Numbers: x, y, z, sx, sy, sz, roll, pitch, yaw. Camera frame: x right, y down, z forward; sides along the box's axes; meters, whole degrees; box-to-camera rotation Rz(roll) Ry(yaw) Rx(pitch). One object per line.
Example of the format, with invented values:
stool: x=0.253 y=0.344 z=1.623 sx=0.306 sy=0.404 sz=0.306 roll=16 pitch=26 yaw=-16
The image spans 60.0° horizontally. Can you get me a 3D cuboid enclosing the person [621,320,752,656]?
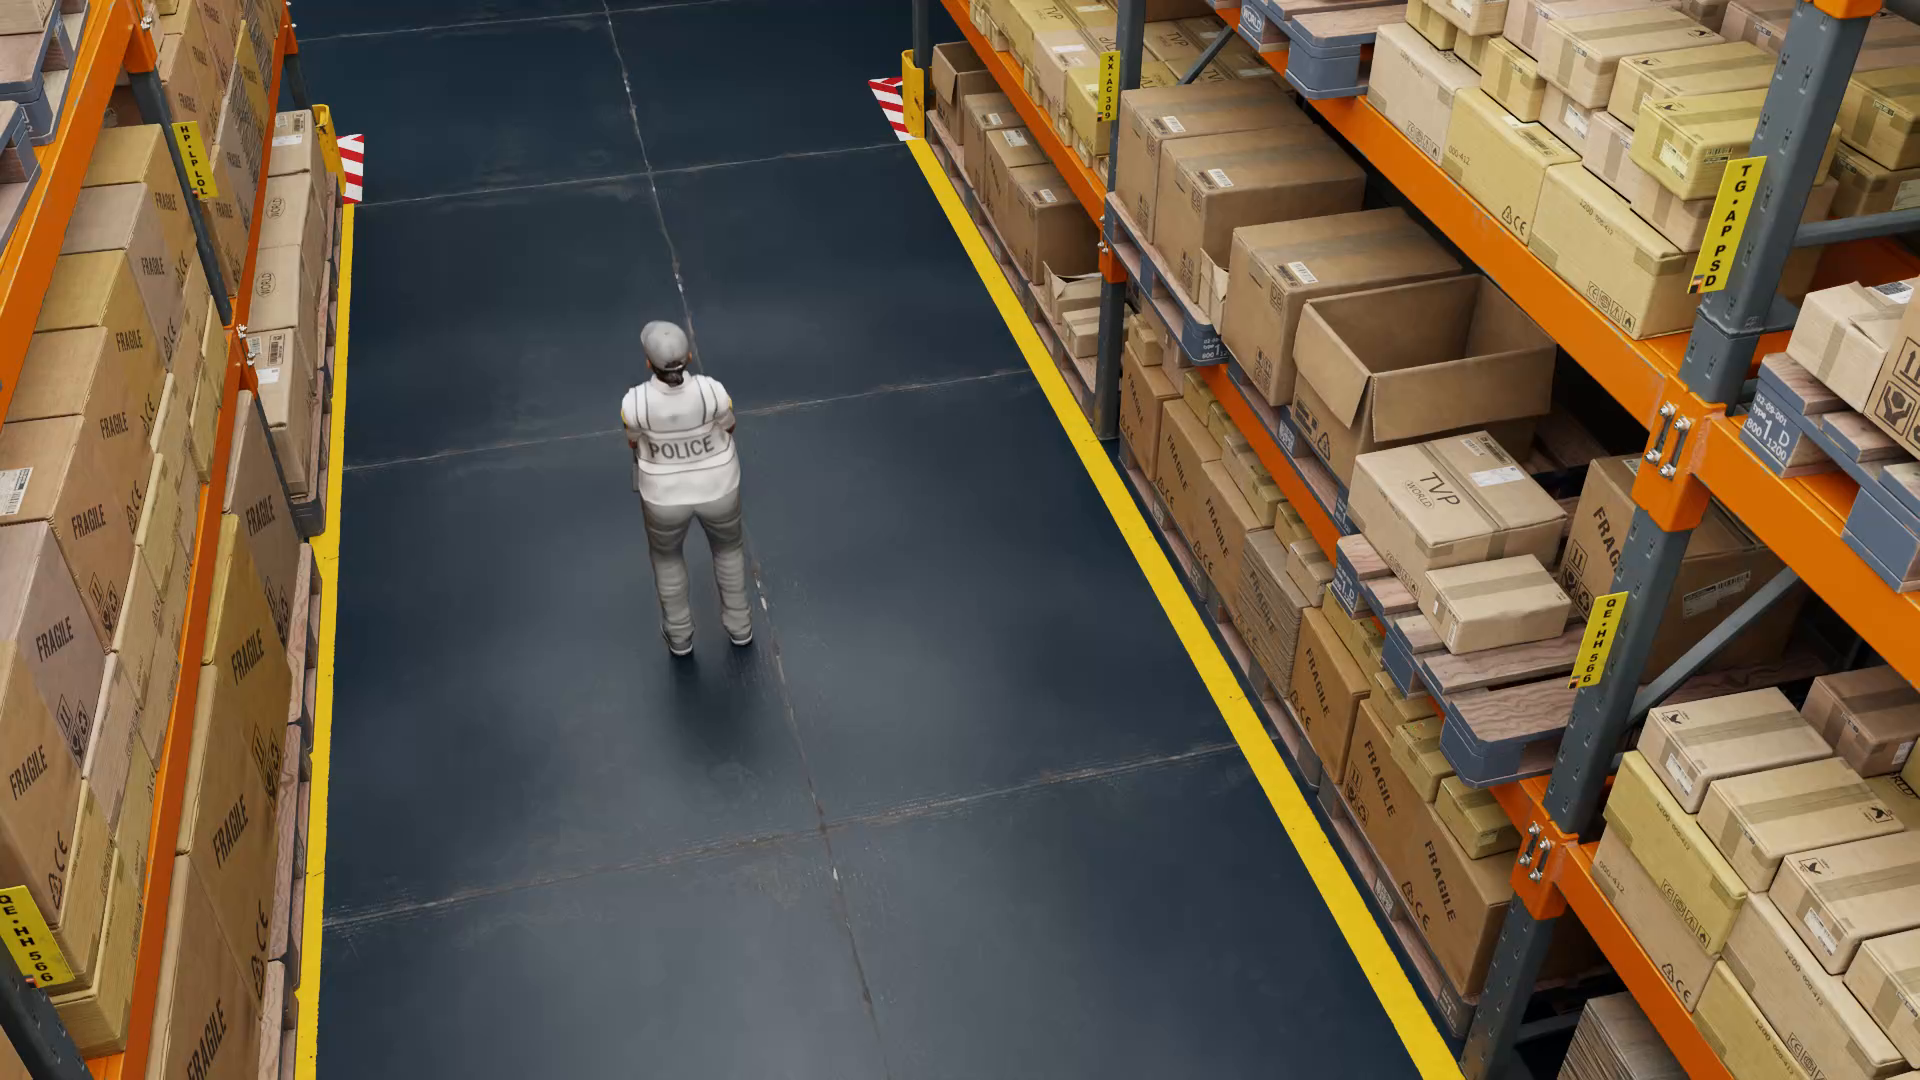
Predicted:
person: x=-1.160 y=-0.255 z=7.043 sx=0.454 sy=1.655 sz=0.535 roll=-9 pitch=39 yaw=-11
